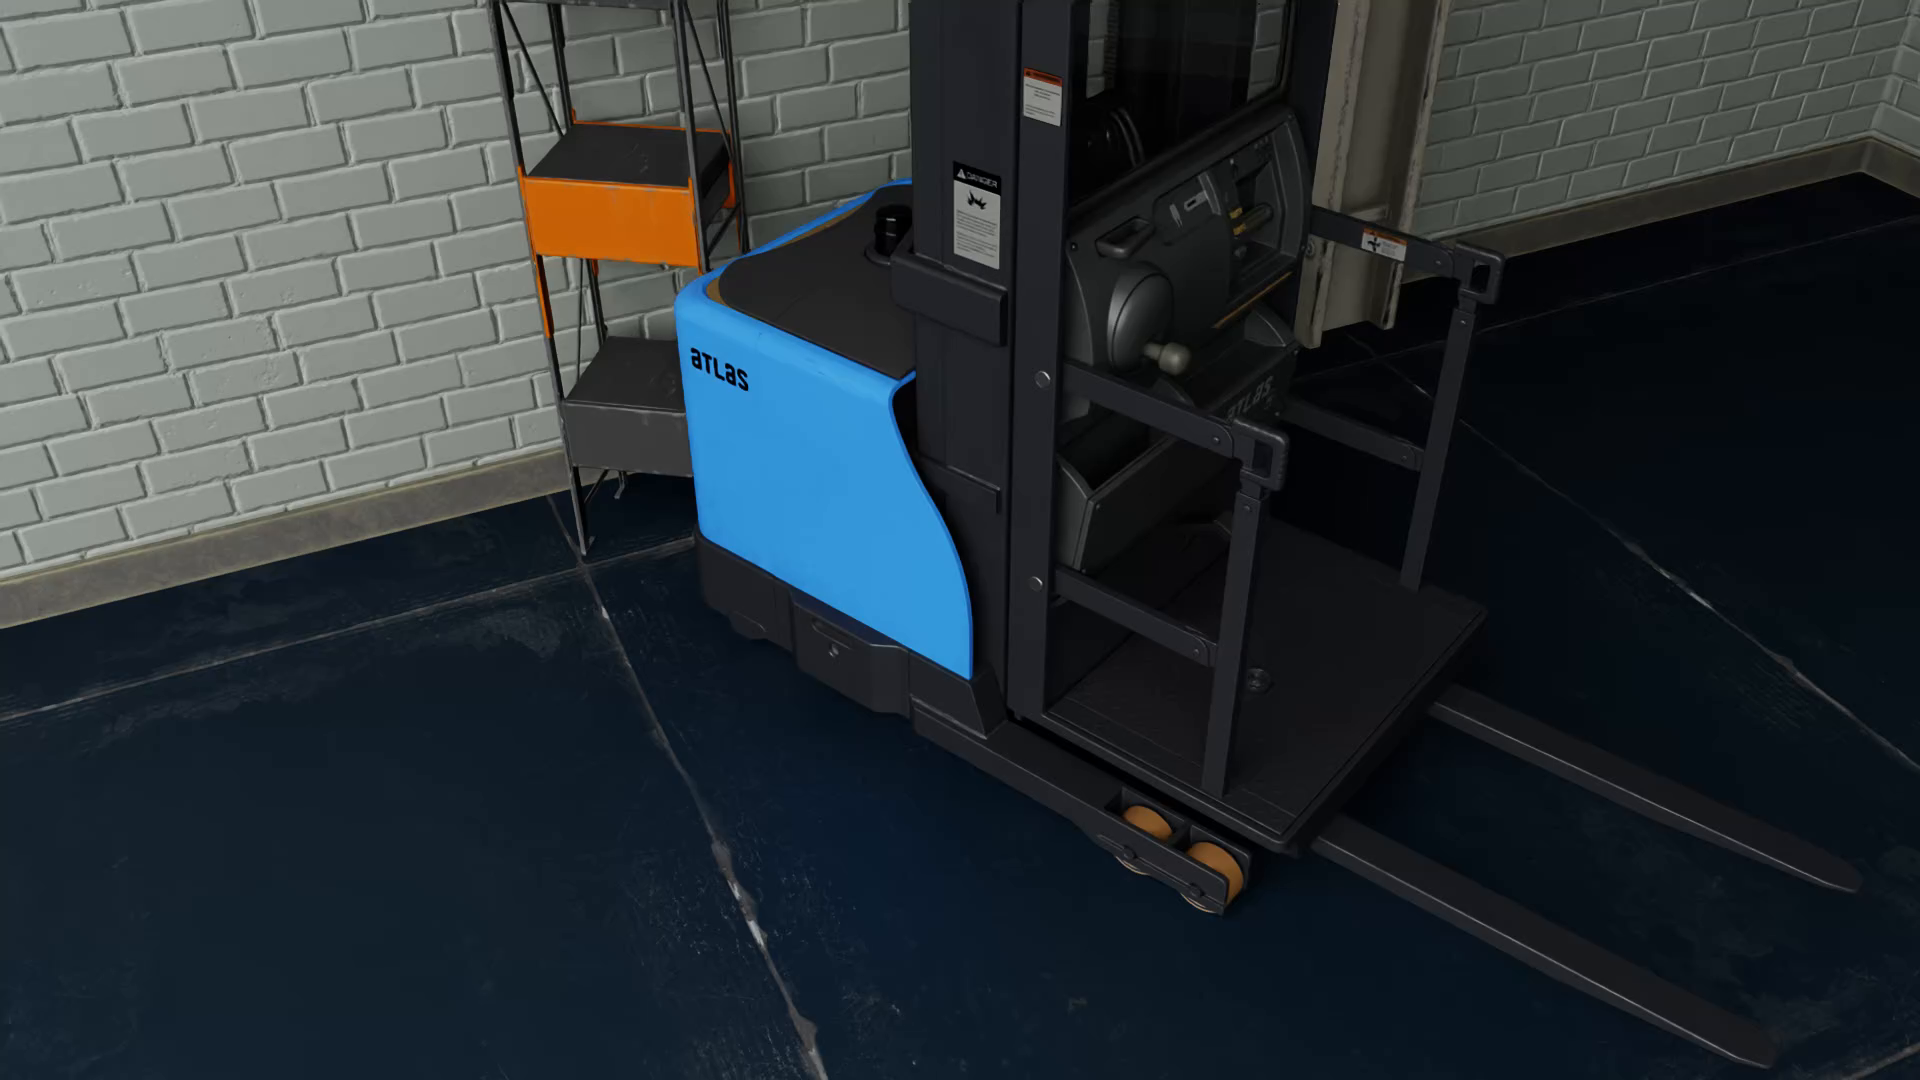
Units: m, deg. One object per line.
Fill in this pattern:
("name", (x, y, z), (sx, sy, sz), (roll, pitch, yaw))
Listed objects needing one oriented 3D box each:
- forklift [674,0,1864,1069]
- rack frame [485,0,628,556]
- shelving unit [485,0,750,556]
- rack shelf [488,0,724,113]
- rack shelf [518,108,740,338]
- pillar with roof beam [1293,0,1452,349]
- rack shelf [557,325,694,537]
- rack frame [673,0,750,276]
("forklift", (0.697, -0.635, 3.646), (3.031, 2.935, 1.130), (26, 44, 30))
("rack frame", (-1.143, -0.913, 4.718), (0.015, 2.100, 0.400), (6, 37, 8))
("shelving unit", (-0.902, -0.889, 4.684), (0.503, 2.100, 0.431), (6, 37, 8))
("rack shelf", (-0.905, -1.441, 4.276), (0.480, 0.518, 0.431), (6, 37, 8))
("rack shelf", (-0.902, -0.878, 4.692), (0.480, 0.518, 0.431), (6, 37, 8))
("pillar with roof beam", (3.245, -2.138, 0.579), (0.400, 9.000, 9.100), (-16, 39, -20))
("rack shelf", (-0.899, -0.315, 5.109), (0.480, 0.518, 0.431), (6, 37, 8))
("rack frame", (-0.662, -0.865, 4.650), (0.015, 2.100, 0.400), (6, 37, 8))
